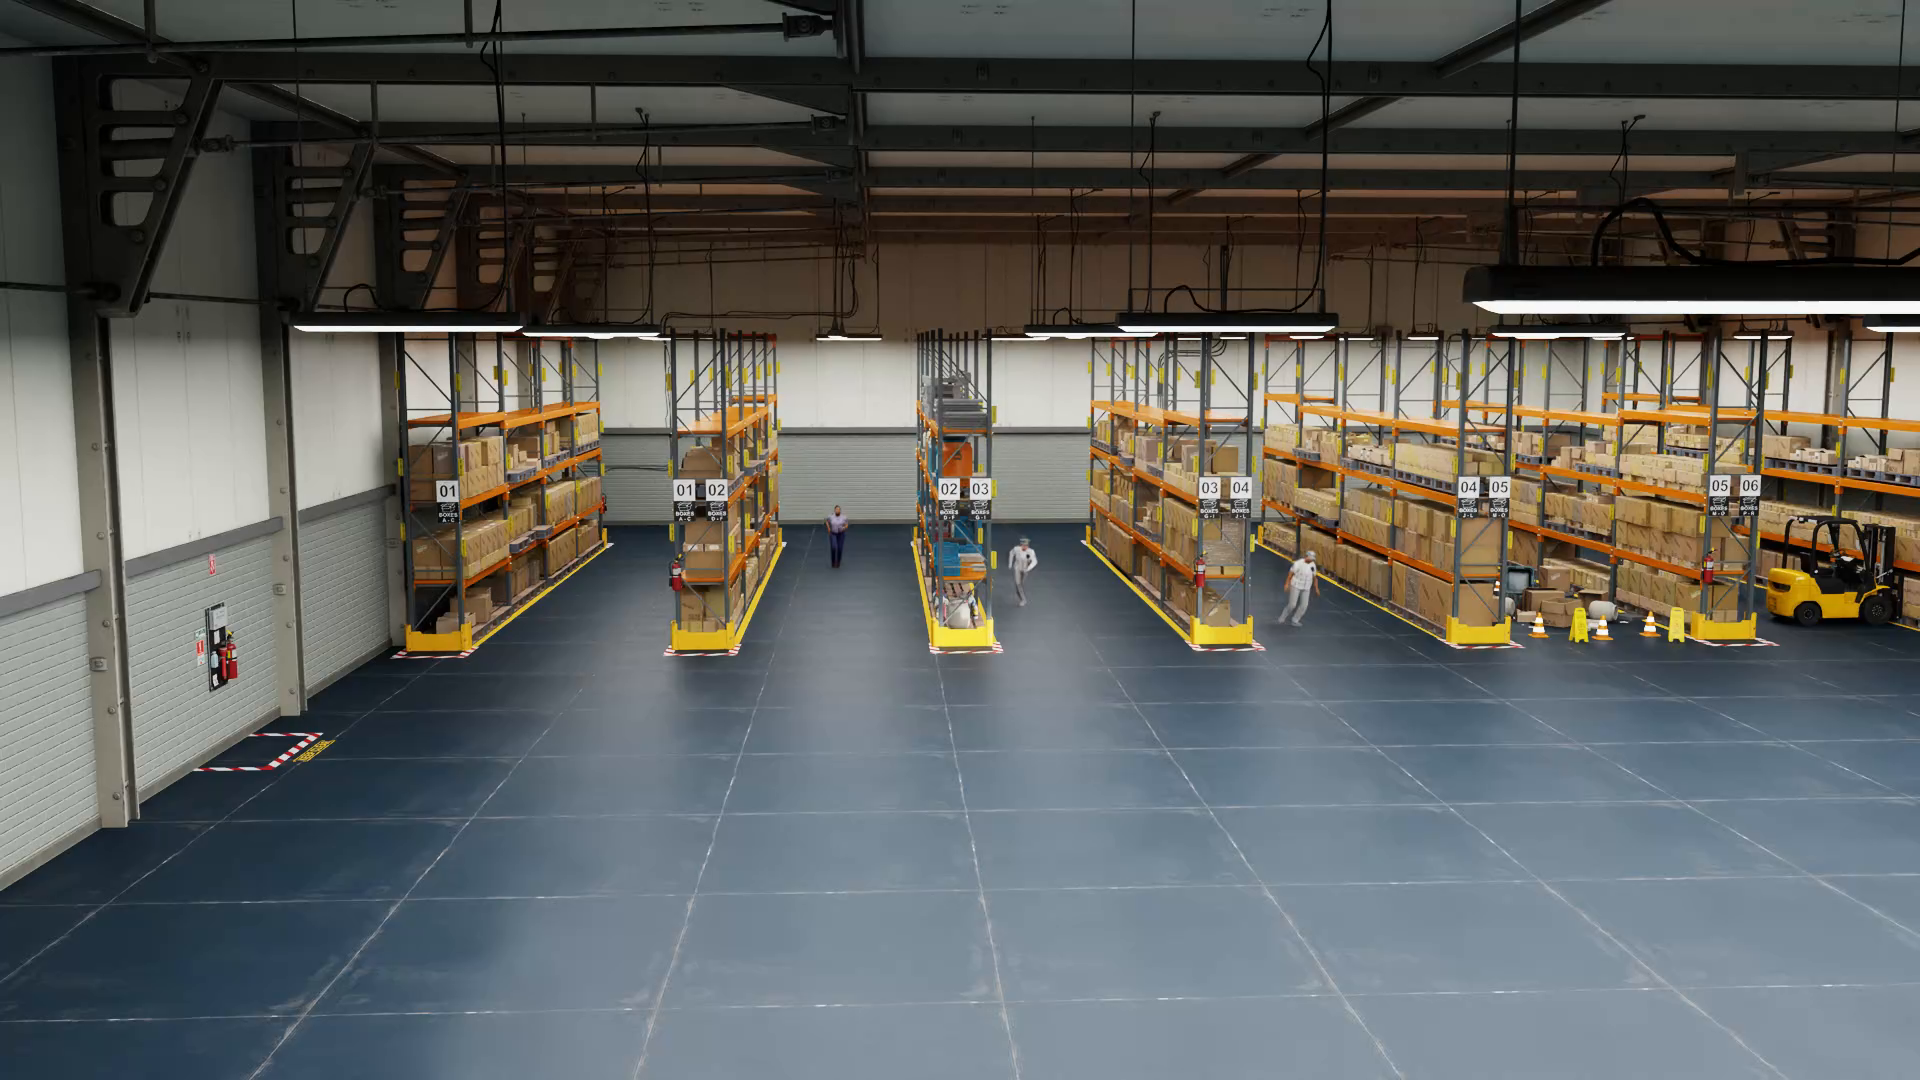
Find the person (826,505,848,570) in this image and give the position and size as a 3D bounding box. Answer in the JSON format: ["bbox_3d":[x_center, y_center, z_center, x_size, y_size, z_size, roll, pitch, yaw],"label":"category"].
[{"bbox_3d":[-3.127,-0.068,42.450,0.518,1.666,0.798,-1,7,-12],"label":"person"}]

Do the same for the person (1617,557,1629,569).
[{"bbox_3d":[16.662,0.011,41.886,0.574,1.594,0.737,-2,7,-20],"label":"person"}]

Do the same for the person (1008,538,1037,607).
[{"bbox_3d":[1.371,0.659,36.514,0.611,1.486,1.018,0,7,-3],"label":"person"}]

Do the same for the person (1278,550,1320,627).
[{"bbox_3d":[6.883,0.973,33.650,0.734,1.581,0.675,-2,7,-13],"label":"person"}]
